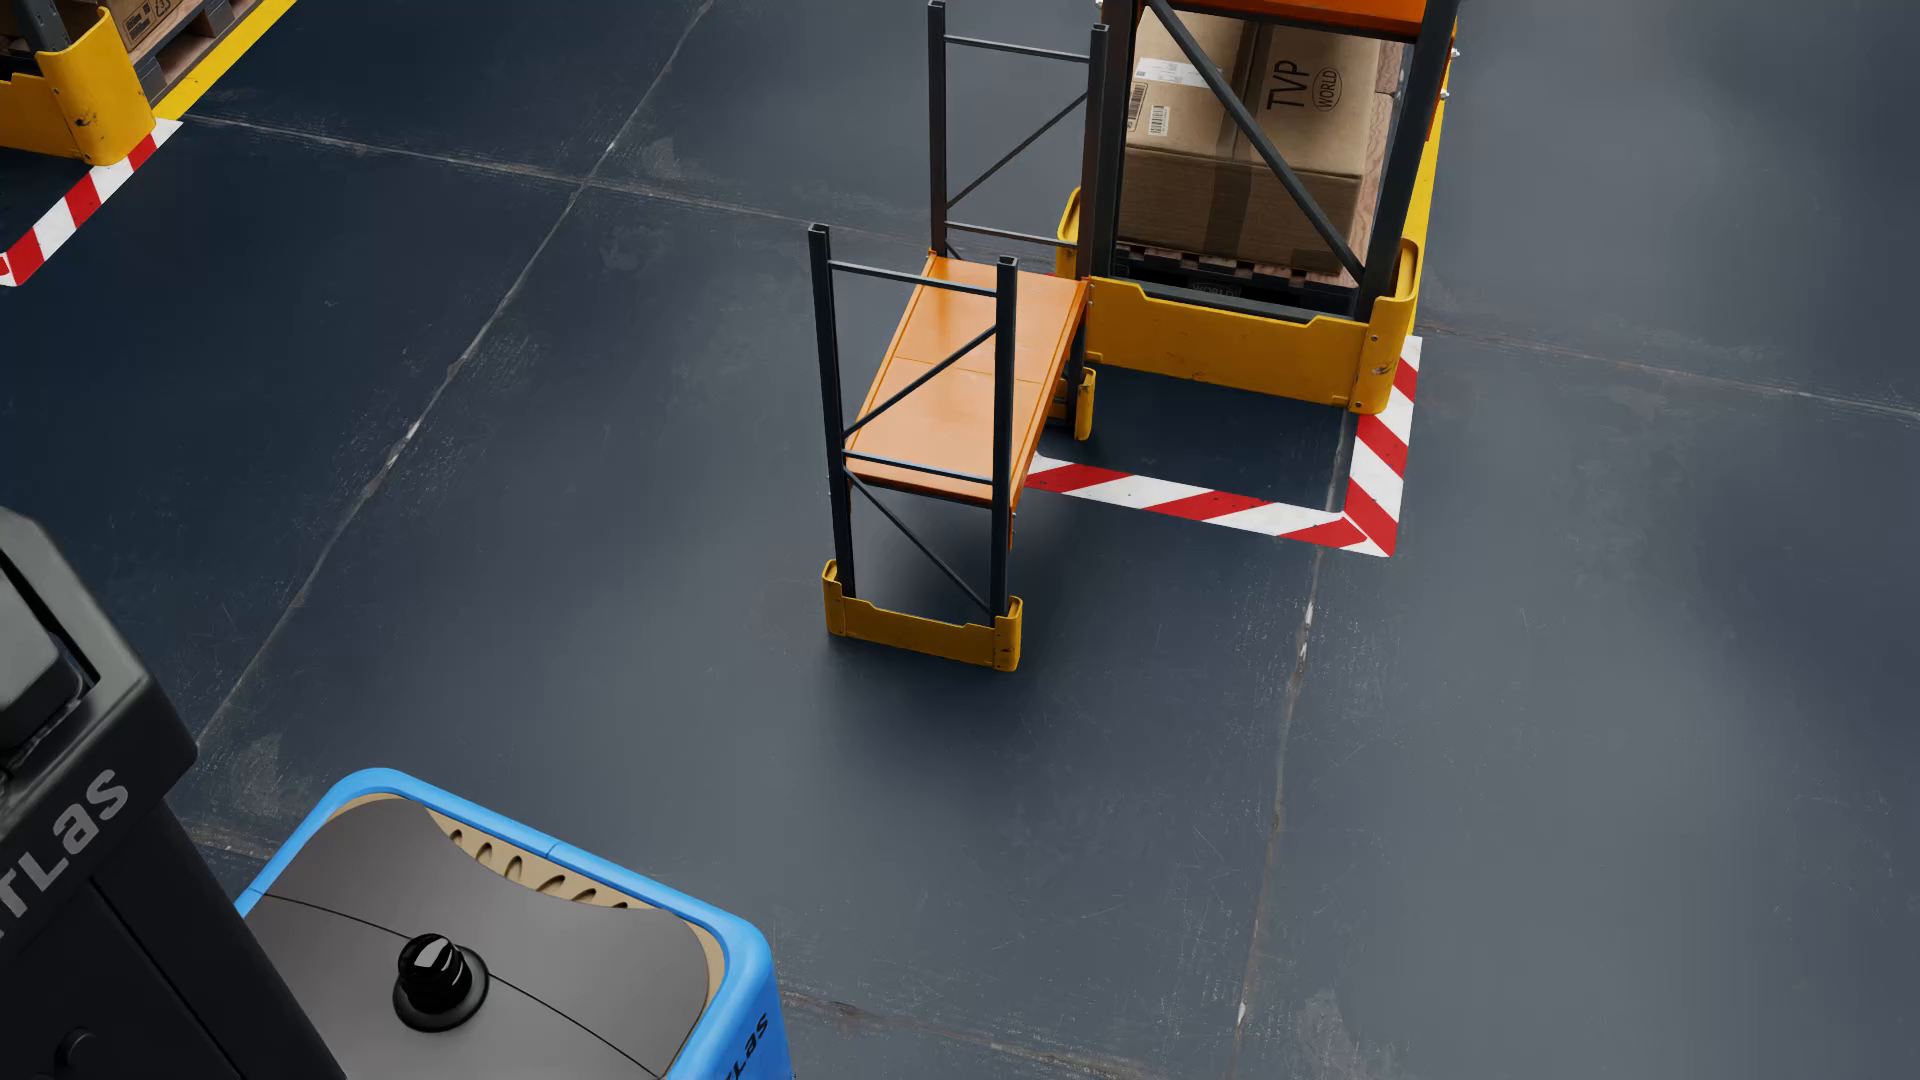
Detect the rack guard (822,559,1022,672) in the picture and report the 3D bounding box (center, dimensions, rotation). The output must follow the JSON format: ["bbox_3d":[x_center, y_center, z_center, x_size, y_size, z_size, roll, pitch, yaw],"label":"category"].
[{"bbox_3d":[-0.111,0.222,4.887,0.587,0.250,0.087,12,50,10],"label":"rack guard"}]

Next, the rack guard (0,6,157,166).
[{"bbox_3d":[-3.848,-1.865,6.563,1.175,0.500,0.348,12,50,10],"label":"rack guard"}]

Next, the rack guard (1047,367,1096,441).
[{"bbox_3d":[0.151,-0.498,5.523,0.587,0.250,0.087,12,50,10],"label":"rack guard"}]

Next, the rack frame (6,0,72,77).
[{"bbox_3d":[-3.868,-2.637,5.577,1.000,3.000,0.127,12,50,10],"label":"rack frame"}]

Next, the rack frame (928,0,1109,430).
[{"bbox_3d":[0.156,-0.926,5.067,0.500,1.500,0.032,12,50,10],"label":"rack frame"}]

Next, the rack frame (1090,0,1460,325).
[{"bbox_3d":[0.922,-1.660,4.715,1.000,3.000,0.127,12,50,10],"label":"rack frame"}]

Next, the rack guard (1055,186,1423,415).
[{"bbox_3d":[0.915,-0.816,5.637,1.175,0.500,0.348,12,50,10],"label":"rack guard"}]

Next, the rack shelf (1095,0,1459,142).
[{"bbox_3d":[1.448,-2.869,6.261,1.077,0.370,4.000,12,50,10],"label":"rack shelf"}]

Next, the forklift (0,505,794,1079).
[{"bbox_3d":[-1.417,1.345,2.108,1.130,2.935,3.031,19,51,16],"label":"forklift"}]

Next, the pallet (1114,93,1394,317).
[{"bbox_3d":[1.057,-1.331,6.284,1.003,0.211,1.213,12,50,10],"label":"pallet"}]

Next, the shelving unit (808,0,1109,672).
[{"bbox_3d":[0.020,-0.551,4.736,0.587,1.500,1.083,12,50,10],"label":"shelving unit"}]

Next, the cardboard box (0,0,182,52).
[{"bbox_3d":[-3.615,-2.374,6.729,0.797,0.503,0.637,10,49,9],"label":"cardboard box"}]

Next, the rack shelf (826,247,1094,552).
[{"bbox_3d":[0.022,-0.439,4.877,0.538,0.185,1.000,12,50,10],"label":"rack shelf"}]

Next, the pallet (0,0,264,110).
[{"bbox_3d":[-3.639,-2.346,7.180,1.003,0.211,1.213,12,50,10],"label":"pallet"}]

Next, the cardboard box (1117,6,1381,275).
[{"bbox_3d":[0.999,-1.449,5.957,0.875,0.438,0.875,10,49,9],"label":"cardboard box"}]

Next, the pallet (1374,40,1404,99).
[{"bbox_3d":[1.380,-2.211,7.061,1.003,0.211,1.213,12,50,10],"label":"pallet"}]

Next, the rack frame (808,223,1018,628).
[{"bbox_3d":[-0.111,-0.190,4.418,0.500,1.500,0.032,12,50,10],"label":"rack frame"}]

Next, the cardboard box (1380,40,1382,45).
[{"bbox_3d":[1.232,-2.112,6.542,0.875,0.438,0.875,13,50,11],"label":"cardboard box"}]
